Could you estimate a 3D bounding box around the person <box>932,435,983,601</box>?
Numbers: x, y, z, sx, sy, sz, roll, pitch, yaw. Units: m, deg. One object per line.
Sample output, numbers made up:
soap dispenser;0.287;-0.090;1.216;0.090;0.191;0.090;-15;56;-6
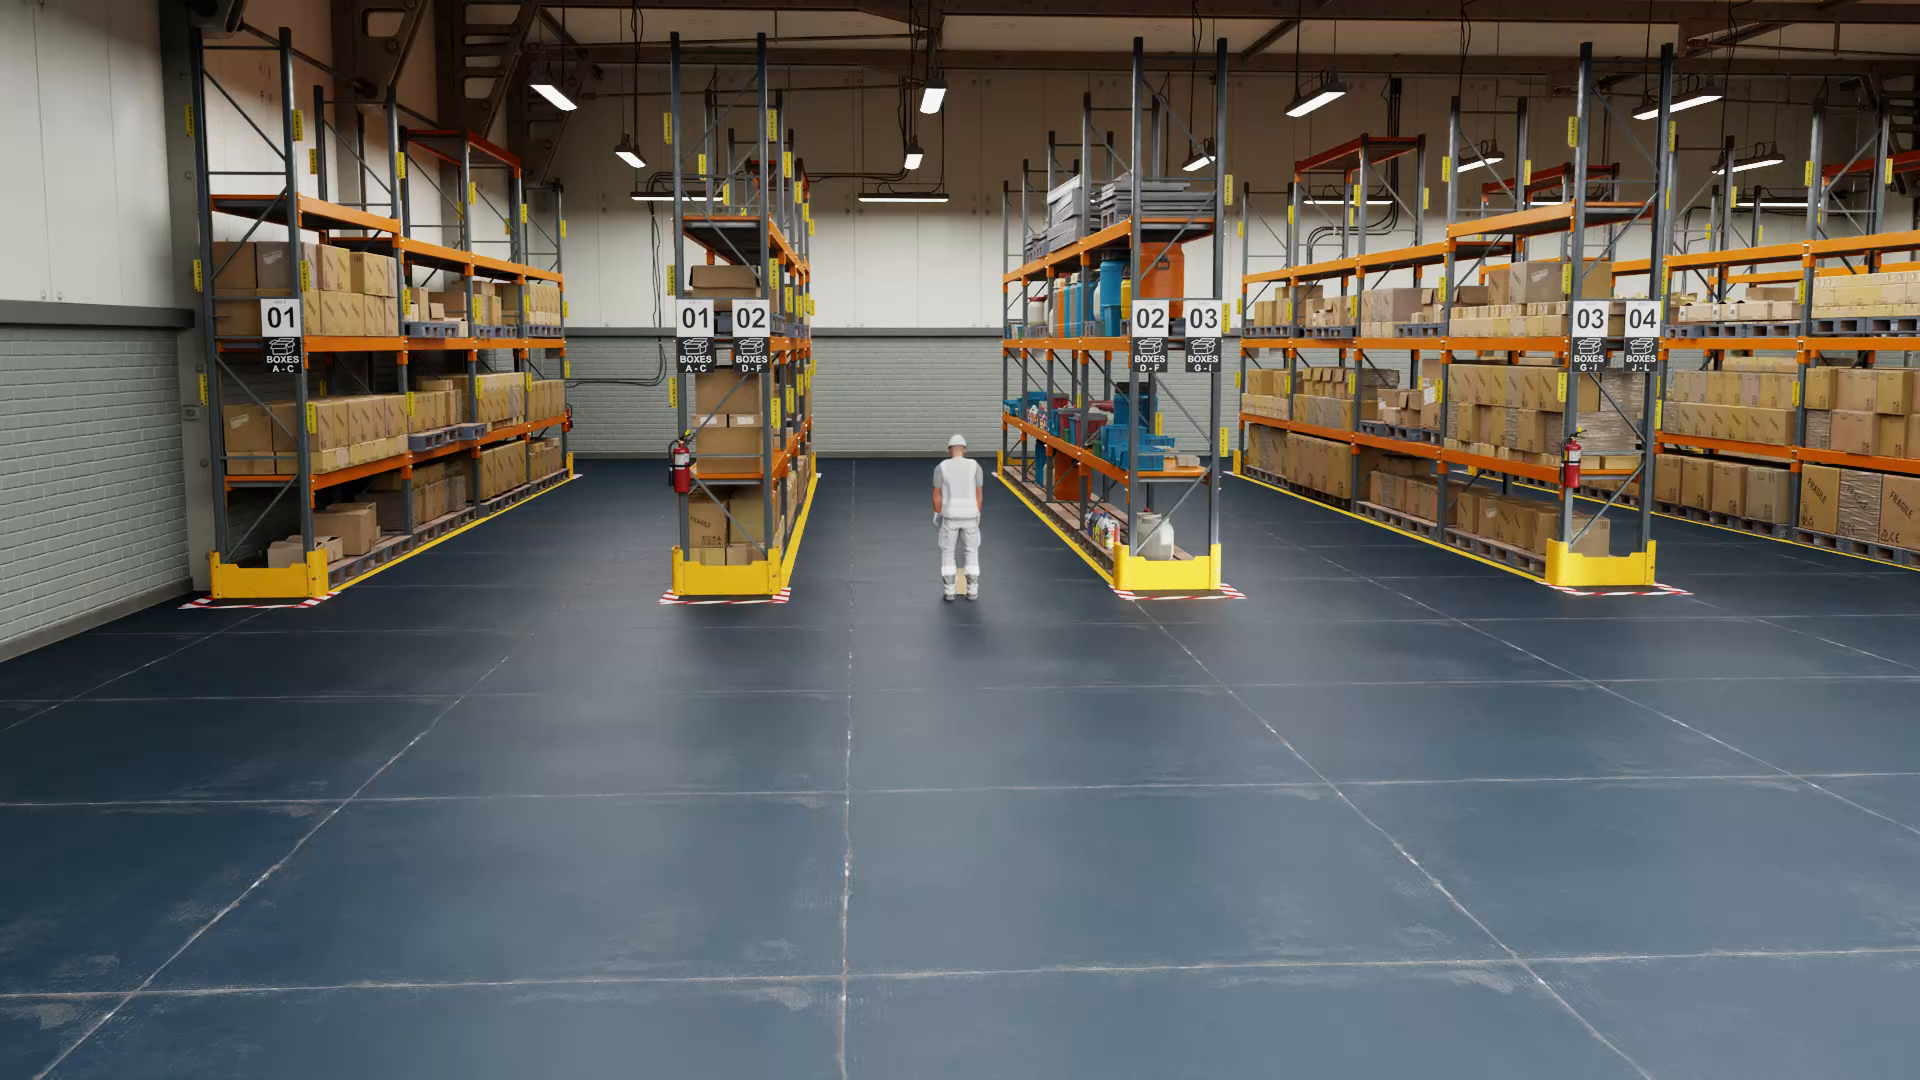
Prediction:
person;-0.027;-0.239;17.785;0.536;1.757;0.413;0;7;-2
